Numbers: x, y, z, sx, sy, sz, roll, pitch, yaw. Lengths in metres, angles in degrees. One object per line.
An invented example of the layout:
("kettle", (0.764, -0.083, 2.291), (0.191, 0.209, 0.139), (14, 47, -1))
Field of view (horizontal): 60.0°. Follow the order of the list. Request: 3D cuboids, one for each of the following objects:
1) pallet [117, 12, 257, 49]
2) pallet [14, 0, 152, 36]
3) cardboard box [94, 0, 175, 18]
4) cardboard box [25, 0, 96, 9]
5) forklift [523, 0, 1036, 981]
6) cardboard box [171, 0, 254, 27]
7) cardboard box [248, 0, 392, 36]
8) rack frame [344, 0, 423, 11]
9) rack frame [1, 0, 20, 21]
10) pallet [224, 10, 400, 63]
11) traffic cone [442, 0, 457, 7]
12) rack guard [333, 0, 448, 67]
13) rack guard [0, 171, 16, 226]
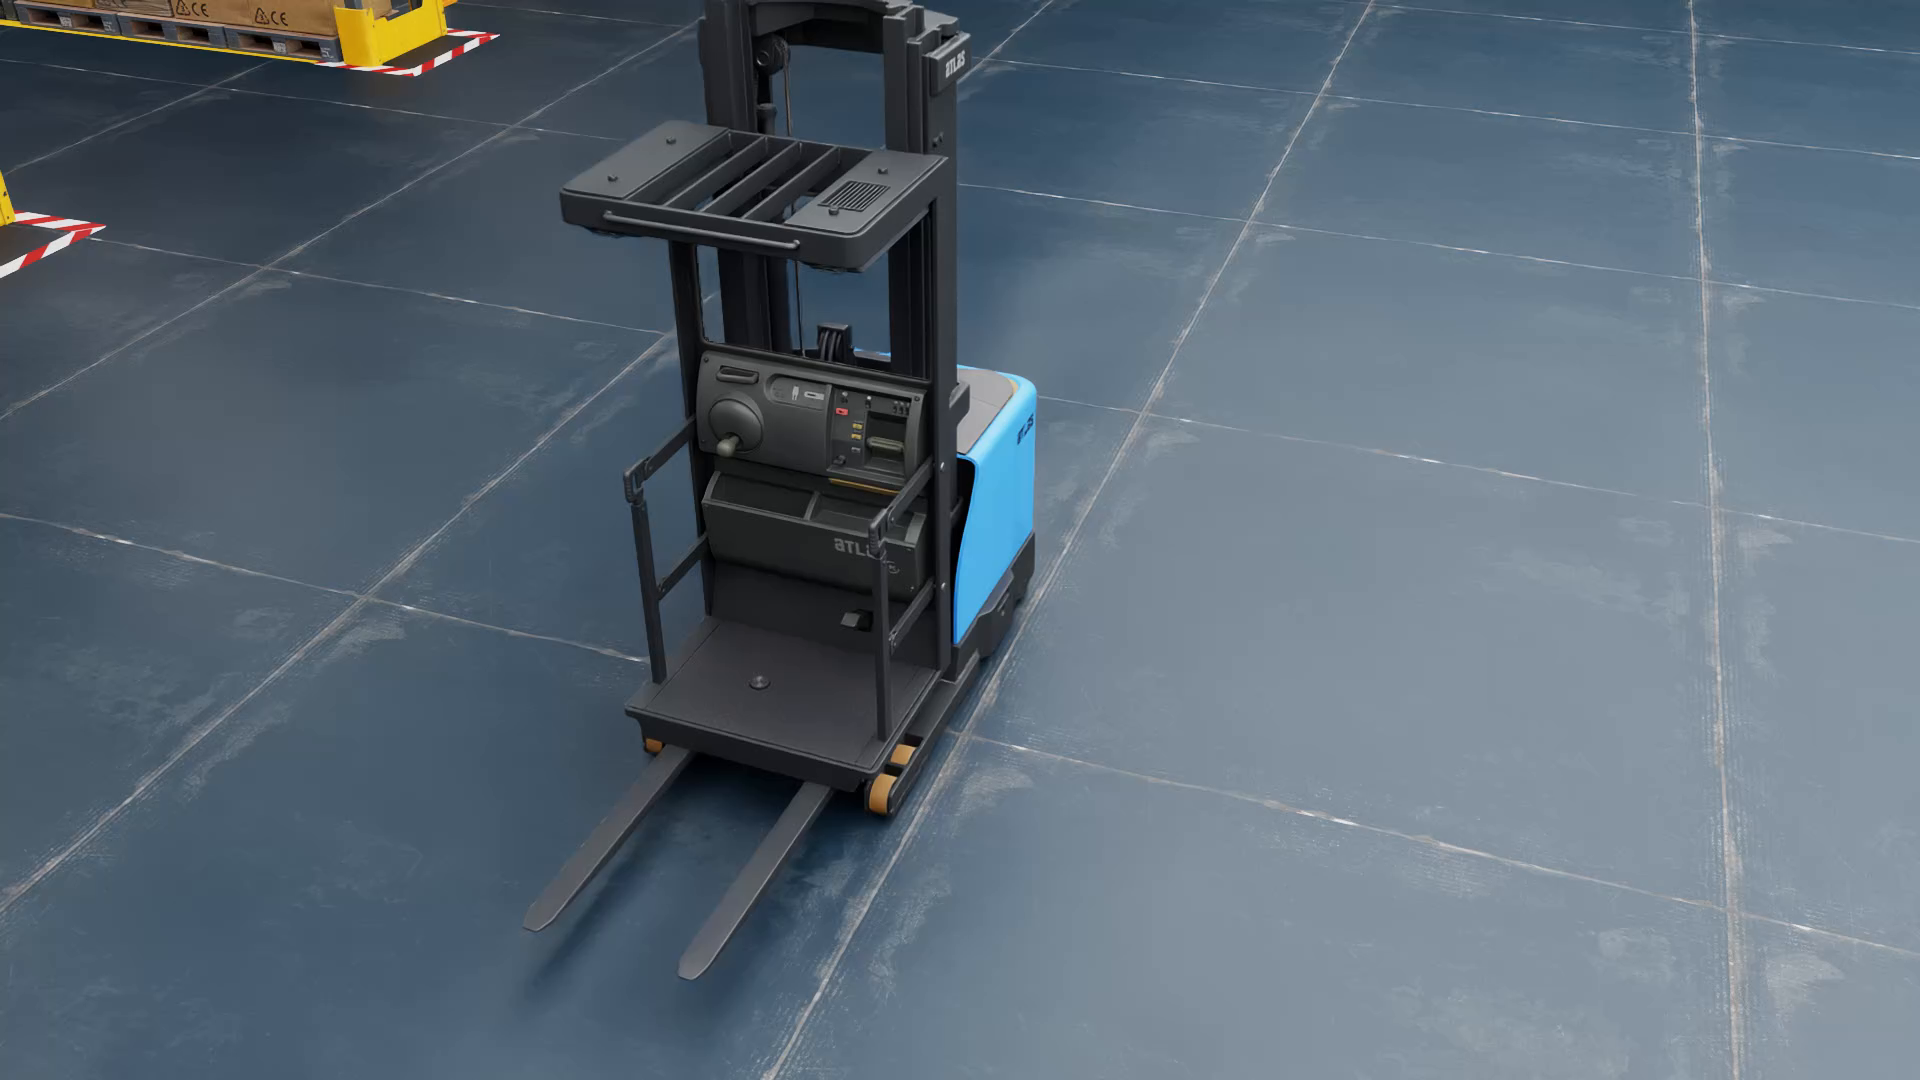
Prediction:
("pallet", (-7.100, -4.931, 15.693), (1.213, 0.211, 1.003), (11, 34, 16))
("pallet", (-8.252, -5.154, 16.038), (1.213, 0.211, 1.003), (11, 34, 16))
("cardboard box", (-7.523, -5.474, 15.535), (0.875, 0.875, 0.875), (11, 35, 17))
("cardboard box", (-8.373, -5.637, 15.787), (0.875, 0.875, 0.875), (12, 35, 17))
("forklift", (-0.655, -0.401, 6.170), (1.130, 2.935, 3.031), (12, 35, 18))
("cardboard box", (-6.666, -5.306, 15.275), (0.875, 0.875, 0.875), (10, 34, 16))
("cardboard box", (-5.837, -5.146, 15.027), (0.875, 0.875, 0.875), (11, 35, 17))
("rack frame", (-5.176, -5.772, 14.425), (0.127, 3.000, 1.000), (11, 34, 16))
("rack frame", (-8.941, -6.504, 15.559), (0.127, 3.000, 1.000), (11, 34, 16))
("pallet", (-5.955, -4.707, 15.346), (1.213, 0.211, 1.003), (11, 34, 16))
("traffic cone", (-5.197, -5.529, 16.387), (0.334, 0.463, 0.336), (11, 34, 16))
("rack guard", (-5.153, -4.718, 15.096), (0.348, 0.500, 1.175), (11, 34, 16))
("rack guard", (-7.016, -2.222, 11.230), (0.348, 0.500, 1.175), (11, 34, 16))
